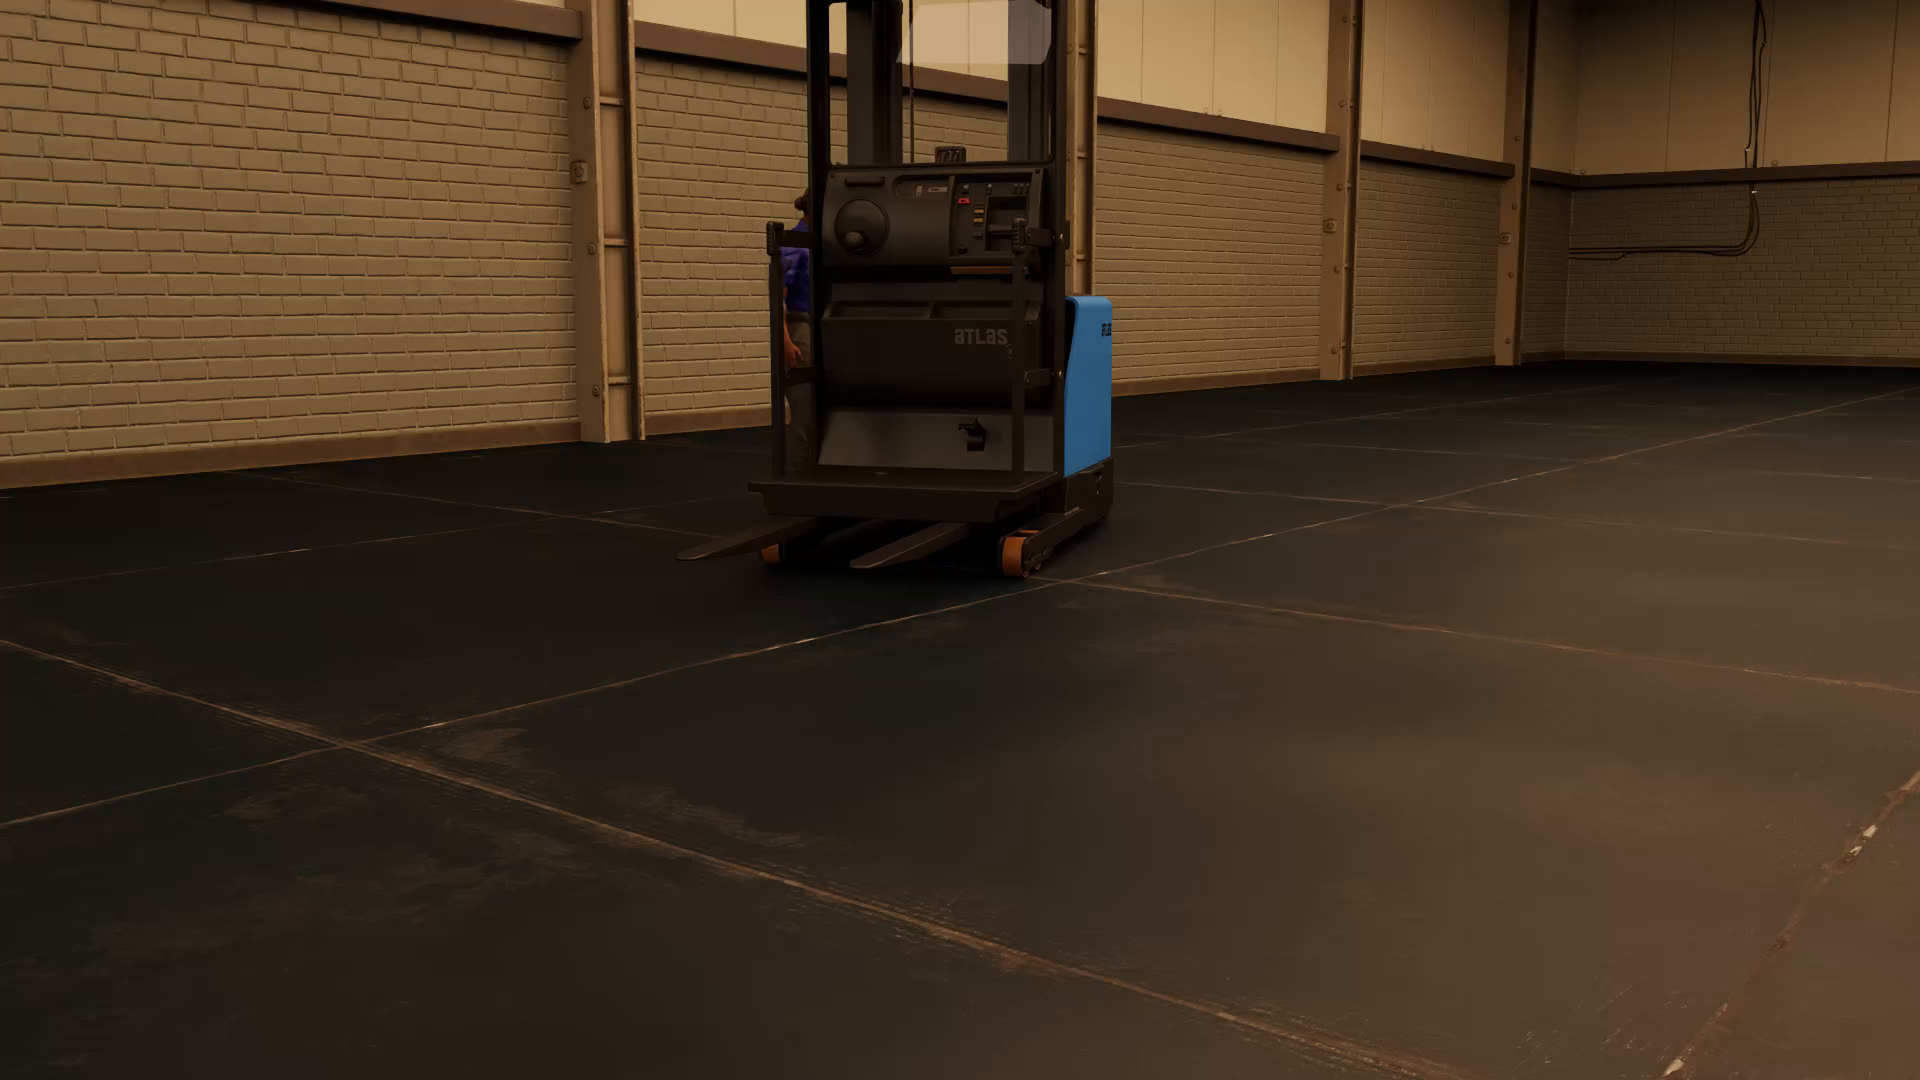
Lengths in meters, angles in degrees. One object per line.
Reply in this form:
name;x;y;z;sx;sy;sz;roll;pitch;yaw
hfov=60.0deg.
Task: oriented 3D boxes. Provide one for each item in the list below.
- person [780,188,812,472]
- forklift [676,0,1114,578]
person;-0.740;-0.985;8.489;0.359;1.655;0.700;4;9;26
forklift;-0.176;-1.366;6.616;1.130;2.935;3.031;3;9;17
